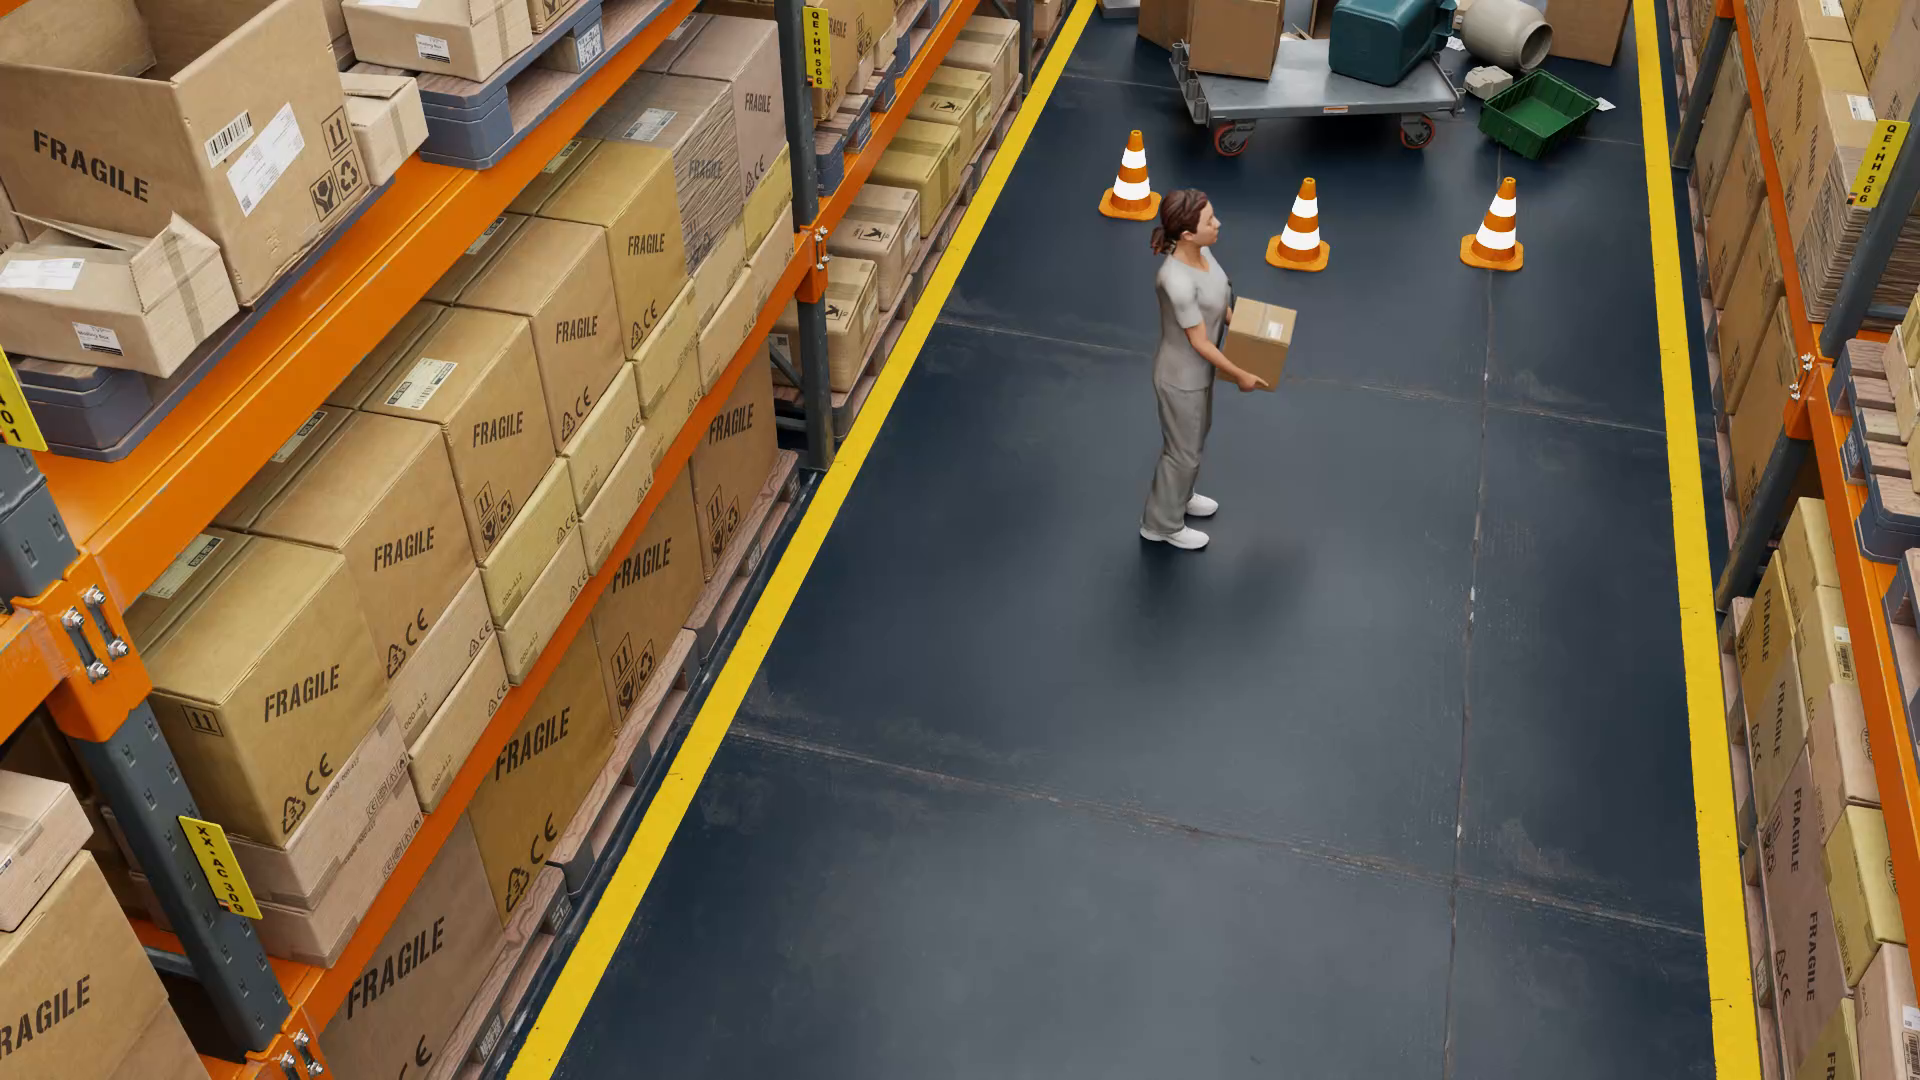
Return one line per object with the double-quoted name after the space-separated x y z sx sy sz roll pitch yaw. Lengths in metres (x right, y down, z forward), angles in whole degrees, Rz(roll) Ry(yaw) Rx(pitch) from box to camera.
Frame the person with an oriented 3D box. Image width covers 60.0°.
1.025 -0.679 6.980 0.549 1.615 0.438 10 42 12 "person"
